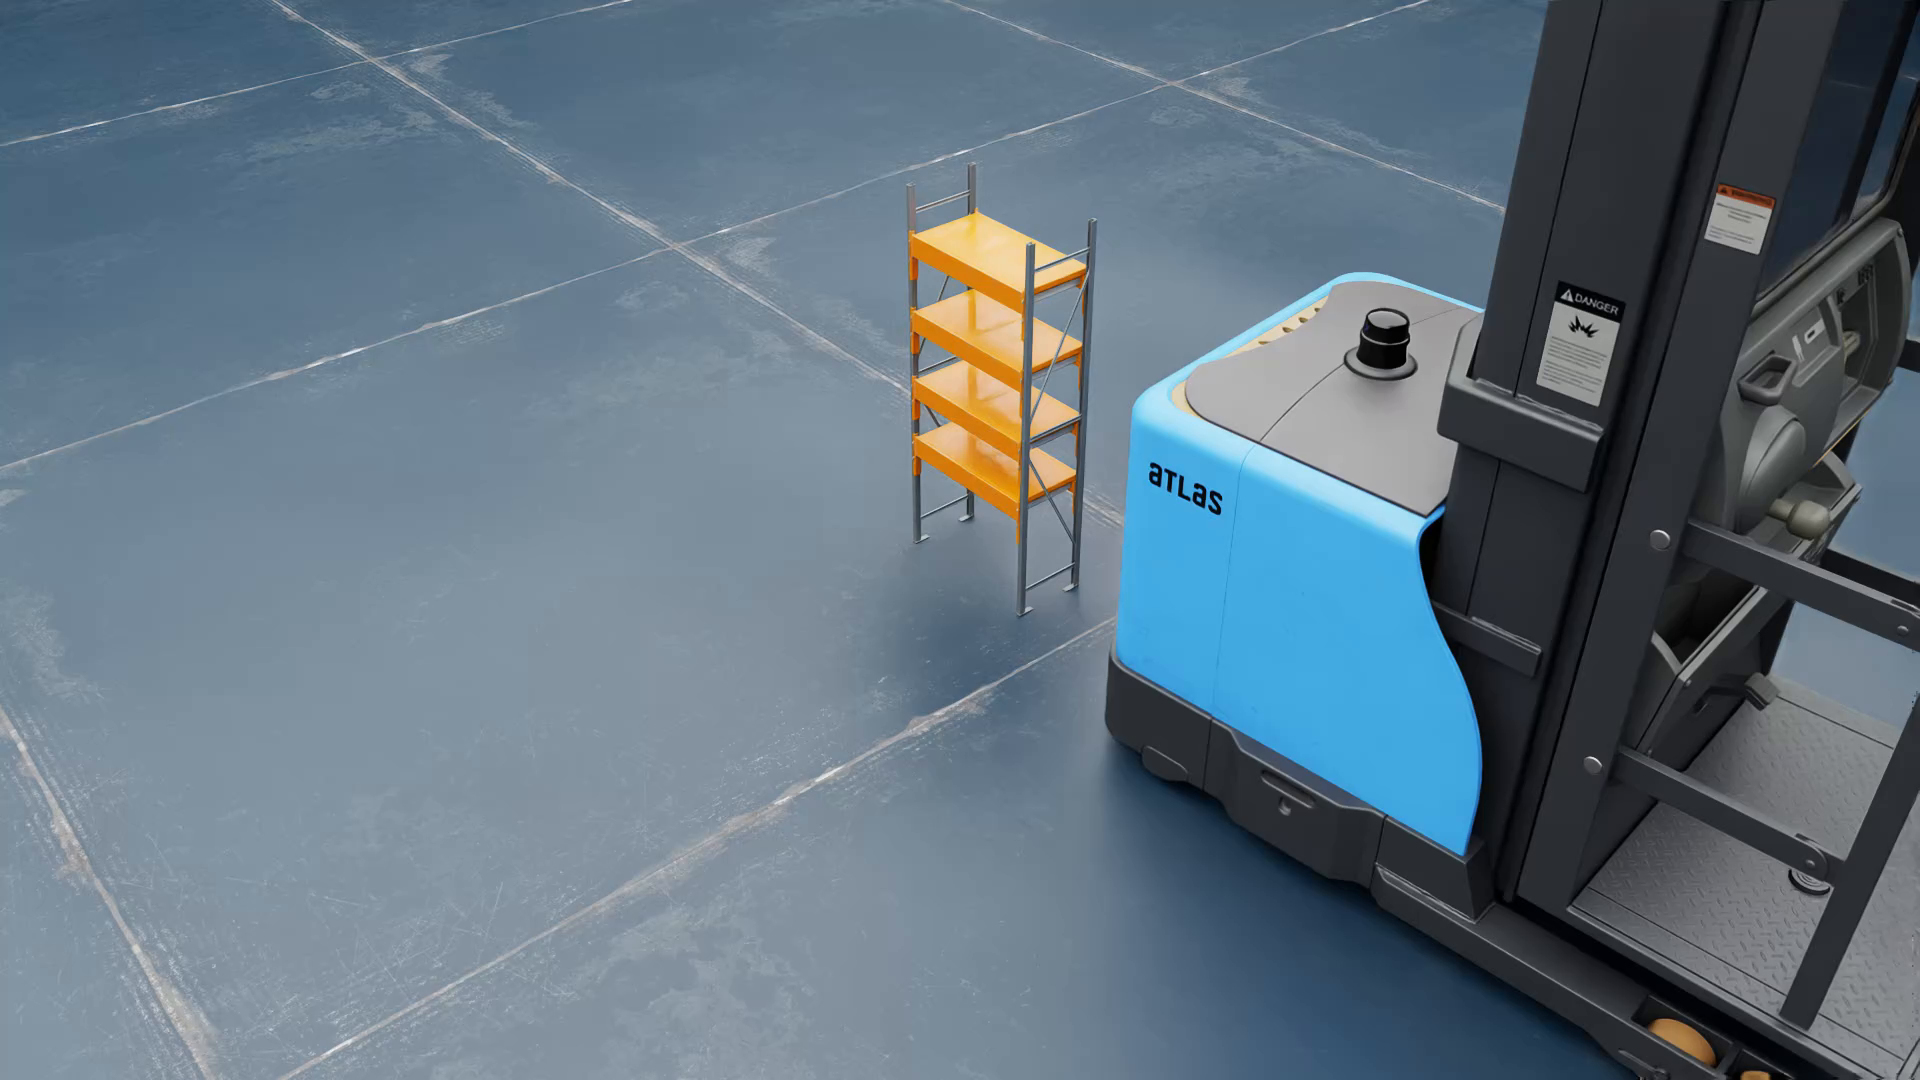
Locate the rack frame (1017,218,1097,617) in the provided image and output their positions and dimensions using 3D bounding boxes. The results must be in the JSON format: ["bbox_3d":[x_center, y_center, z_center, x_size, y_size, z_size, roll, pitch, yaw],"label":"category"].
[{"bbox_3d":[0.264,-0.309,4.648,0.240,1.200,0.015,-26,43,-32],"label":"rack frame"}]

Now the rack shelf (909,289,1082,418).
[{"bbox_3d":[0.107,-0.544,4.710,0.258,0.148,0.480,-26,43,-32],"label":"rack shelf"}]

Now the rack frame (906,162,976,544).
[{"bbox_3d":[-0.051,-0.524,4.952,0.240,1.200,0.015,-26,43,-32],"label":"rack frame"}]

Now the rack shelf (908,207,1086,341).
[{"bbox_3d":[0.107,-0.737,4.573,0.258,0.148,0.480,-26,43,-32],"label":"rack shelf"}]

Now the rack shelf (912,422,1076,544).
[{"bbox_3d":[0.107,-0.200,4.954,0.258,0.148,0.480,-26,43,-32],"label":"rack shelf"}]

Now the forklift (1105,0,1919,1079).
[{"bbox_3d":[1.802,-0.268,3.092,3.031,2.935,1.130,29,44,34],"label":"forklift"}]

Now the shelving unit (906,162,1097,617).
[{"bbox_3d":[0.107,-0.417,4.800,0.258,1.200,0.503,-26,43,-32],"label":"shelving unit"}]

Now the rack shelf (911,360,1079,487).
[{"bbox_3d":[0.107,-0.362,4.839,0.258,0.148,0.480,-26,43,-32],"label":"rack shelf"}]
